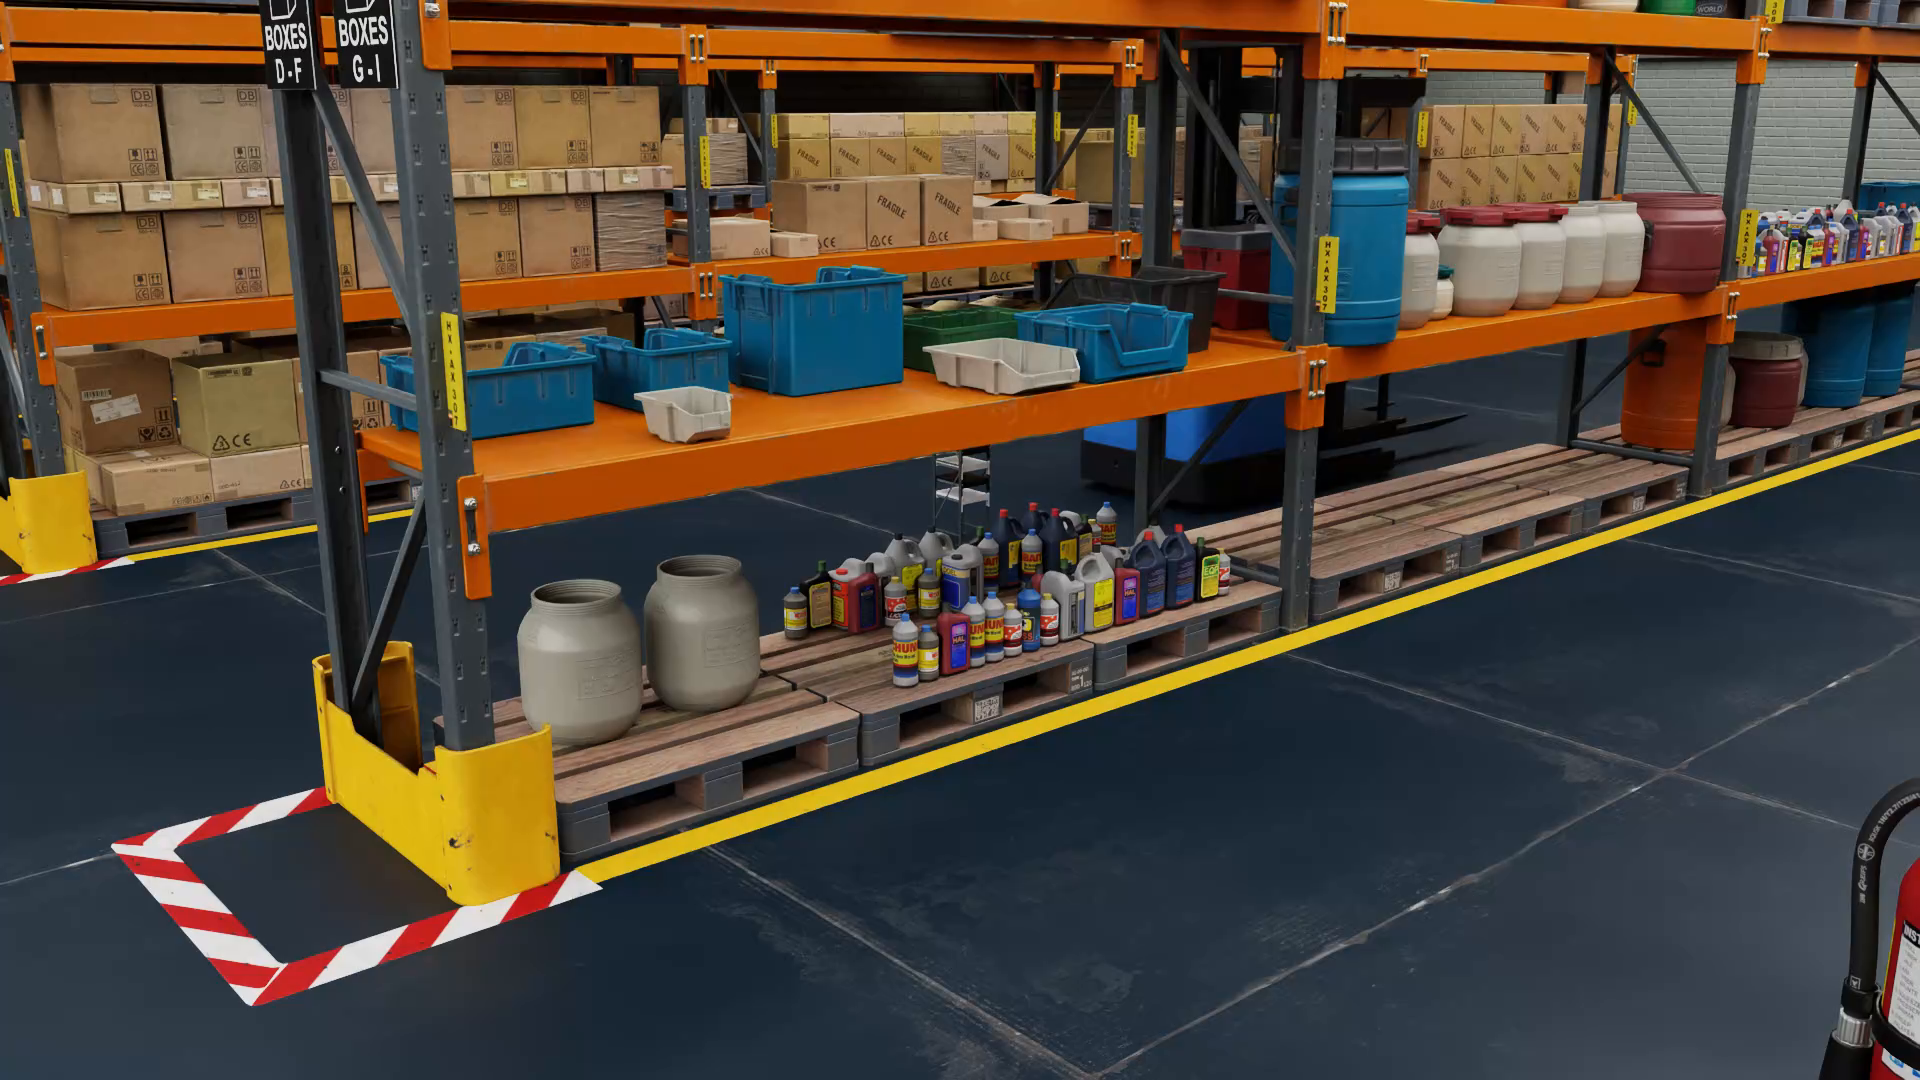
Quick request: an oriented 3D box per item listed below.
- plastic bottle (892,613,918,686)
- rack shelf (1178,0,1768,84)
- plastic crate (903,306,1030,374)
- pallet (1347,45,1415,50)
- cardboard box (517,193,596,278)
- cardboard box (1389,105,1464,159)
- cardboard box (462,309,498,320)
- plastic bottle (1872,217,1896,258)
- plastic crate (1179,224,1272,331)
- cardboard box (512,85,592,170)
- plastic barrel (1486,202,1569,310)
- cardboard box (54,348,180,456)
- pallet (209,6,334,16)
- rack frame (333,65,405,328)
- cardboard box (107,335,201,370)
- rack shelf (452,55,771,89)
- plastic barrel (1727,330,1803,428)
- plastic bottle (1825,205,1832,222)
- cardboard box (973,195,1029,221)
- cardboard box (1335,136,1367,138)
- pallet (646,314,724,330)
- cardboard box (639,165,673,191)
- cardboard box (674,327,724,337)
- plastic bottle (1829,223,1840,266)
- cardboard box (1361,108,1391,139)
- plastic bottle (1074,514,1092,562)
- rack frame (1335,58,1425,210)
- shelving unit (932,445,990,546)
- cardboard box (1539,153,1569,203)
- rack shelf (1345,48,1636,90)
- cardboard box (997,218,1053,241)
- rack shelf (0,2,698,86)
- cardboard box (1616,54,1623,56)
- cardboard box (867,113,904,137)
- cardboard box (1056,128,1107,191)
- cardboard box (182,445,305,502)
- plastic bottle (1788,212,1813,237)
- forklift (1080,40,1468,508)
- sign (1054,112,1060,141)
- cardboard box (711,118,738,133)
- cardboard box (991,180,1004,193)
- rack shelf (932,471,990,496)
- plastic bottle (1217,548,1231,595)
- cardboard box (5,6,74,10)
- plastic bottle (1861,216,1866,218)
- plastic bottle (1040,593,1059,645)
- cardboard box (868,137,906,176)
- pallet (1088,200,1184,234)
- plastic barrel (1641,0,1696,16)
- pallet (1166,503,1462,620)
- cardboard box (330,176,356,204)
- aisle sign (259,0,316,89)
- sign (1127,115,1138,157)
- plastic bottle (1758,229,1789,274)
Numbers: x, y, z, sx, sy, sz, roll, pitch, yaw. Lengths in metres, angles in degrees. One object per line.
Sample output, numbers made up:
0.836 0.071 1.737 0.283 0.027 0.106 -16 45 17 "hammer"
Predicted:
-0.208 0.413 6.327 0.097 0.271 0.097 0 15 0 "plastic bottle"
2.746 -2.565 8.620 4.000 0.370 1.077 -13 19 -39 "rack shelf"
0.028 -0.847 7.018 0.662 0.188 0.450 -13 19 -39 "plastic crate"
3.486 -4.706 15.607 1.003 0.211 1.213 -13 19 -39 "pallet"
-2.735 -1.970 10.620 0.500 0.500 0.700 -13 20 -40 "cardboard box"
4.564 -4.001 16.284 0.500 0.500 0.500 -12 19 -38 "cardboard box"
-4.721 -2.186 15.611 0.500 0.500 0.700 -12 19 -38 "cardboard box"
6.430 -2.120 11.613 0.135 0.276 0.152 -13 19 -39 "plastic bottle"
1.402 -1.297 8.168 0.583 0.464 0.402 -13 19 -39 "plastic crate"
-2.722 -2.602 10.471 0.500 0.500 0.700 -13 20 -39 "cardboard box"
2.983 -1.507 8.815 0.433 0.535 0.433 0 15 0 "plastic barrel"
-4.819 -0.797 9.482 0.500 0.500 0.500 -13 19 -39 "cardboard box"
-3.558 -3.140 9.553 1.213 0.211 1.003 -13 19 -39 "pallet"
-5.266 -3.053 14.866 0.127 3.000 1.000 -13 19 -39 "rack frame"
-6.686 -1.691 13.759 0.500 0.500 0.700 -14 21 -43 "cardboard box"
-3.757 -4.493 15.841 4.000 0.370 1.077 -13 19 -39 "rack shelf"
5.465 -1.117 11.479 0.708 0.588 0.600 -13 19 -39 "plastic barrel"
6.615 -2.421 12.728 0.133 0.283 0.061 -13 19 -39 "plastic bottle"
0.204 -2.610 13.381 0.500 0.311 0.500 -13 20 -40 "cardboard box"
3.520 -3.659 16.128 0.700 0.500 0.500 8 17 28 "cardboard box"
-2.839 -2.251 17.269 1.213 0.211 1.003 -13 19 -39 "pallet"
-2.076 -2.363 10.833 0.250 0.149 0.380 -13 20 -39 "cardboard box"
-1.894 -1.359 11.952 0.500 0.311 0.500 -13 19 -39 "cardboard box"
5.770 -1.960 11.024 0.097 0.271 0.097 0 15 0 "plastic bottle"
4.235 -4.112 16.699 0.500 0.500 0.500 -13 19 -39 "cardboard box"
0.554 0.025 7.755 0.133 0.283 0.061 -13 19 -39 "plastic bottle"
4.024 -3.444 16.332 0.127 3.000 1.000 -13 19 -39 "rack frame"
0.006 -0.436 9.139 0.210 0.900 0.258 -13 20 -39 "shelving unit"
6.113 -3.869 17.730 0.500 0.500 0.500 -12 19 -39 "cardboard box"
5.533 -4.885 17.306 4.000 0.370 1.077 -13 19 -39 "rack shelf"
0.509 -2.439 13.056 0.250 0.149 0.380 -13 19 -39 "cardboard box"
-3.520 -2.852 9.696 4.000 0.370 1.077 -13 19 -39 "rack shelf"
6.827 -5.360 17.983 0.500 0.250 0.500 -13 19 -39 "cardboard box"
-0.957 -4.498 18.014 0.500 0.250 0.500 -12 19 -39 "cardboard box"
1.189 -4.642 20.233 0.700 0.700 0.980 -12 19 -39 "cardboard box"
-4.103 -0.419 9.520 0.500 0.250 0.500 -13 19 -39 "cardboard box"
6.075 -2.229 12.022 0.135 0.276 0.152 -13 19 -39 "plastic bottle"
2.209 -1.900 10.683 3.031 2.935 1.130 -12 19 -39 "forklift"
1.133 -4.825 19.412 0.005 0.325 0.100 -13 19 -39 "sign"
-2.489 -4.240 17.009 0.380 0.149 0.250 13 20 40 "cardboard box"
0.300 -4.102 19.241 0.250 0.149 0.380 -12 19 -38 "cardboard box"
0.006 -0.317 9.171 0.200 0.077 0.258 -13 20 -39 "rack shelf"
1.168 0.137 7.493 0.097 0.201 0.097 0 15 0 "plastic bottle"
-7.049 -4.063 12.604 0.500 0.500 0.500 -12 19 -37 "cardboard box"
6.334 -2.138 11.693 0.097 0.271 0.097 0 15 0 "plastic bottle"
0.356 0.320 6.810 0.097 0.201 0.097 0 15 0 "plastic bottle"
-0.938 -4.135 18.110 0.500 0.500 0.500 -13 20 -40 "cardboard box"
1.472 -2.802 14.301 1.003 0.211 1.213 -13 19 -39 "pallet"
4.102 -3.124 9.622 0.294 0.245 0.294 0 15 0 "plastic barrel"
1.805 0.083 8.532 1.213 0.211 1.003 -13 19 -39 "pallet"
-3.621 -2.016 9.535 0.250 0.149 0.380 -13 20 -40 "cardboard box"
-2.029 -1.748 4.944 0.004 0.787 0.394 -13 19 -39 "aisle sign"
1.373 -3.219 13.243 0.005 0.325 0.100 -13 19 -39 "sign"
5.143 -1.831 10.531 0.135 0.276 0.152 -13 19 -39 "plastic bottle"
